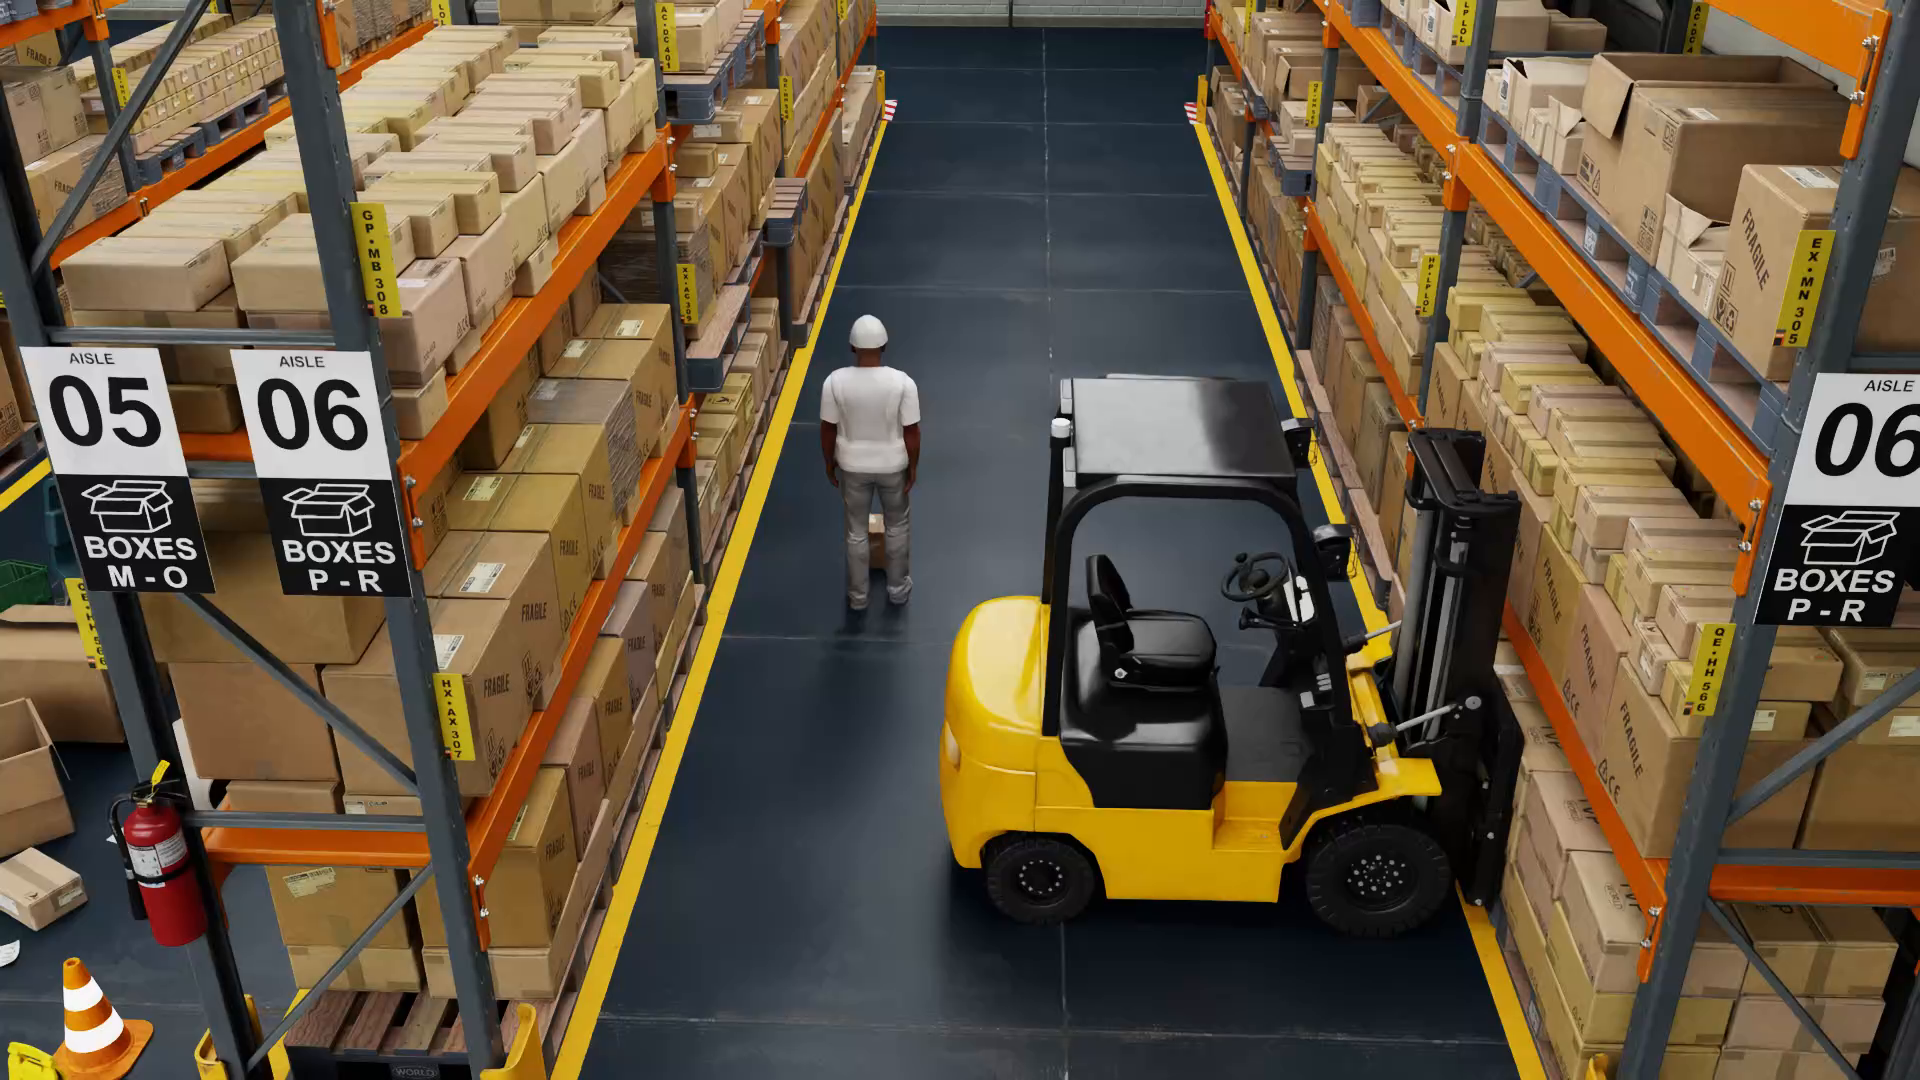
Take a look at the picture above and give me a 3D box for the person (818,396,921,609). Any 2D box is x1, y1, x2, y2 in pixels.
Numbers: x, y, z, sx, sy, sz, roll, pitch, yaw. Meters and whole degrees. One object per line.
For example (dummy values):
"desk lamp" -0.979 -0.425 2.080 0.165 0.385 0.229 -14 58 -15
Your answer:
"person" -0.531 -0.197 9.673 0.606 1.113 0.869 0 28 0
